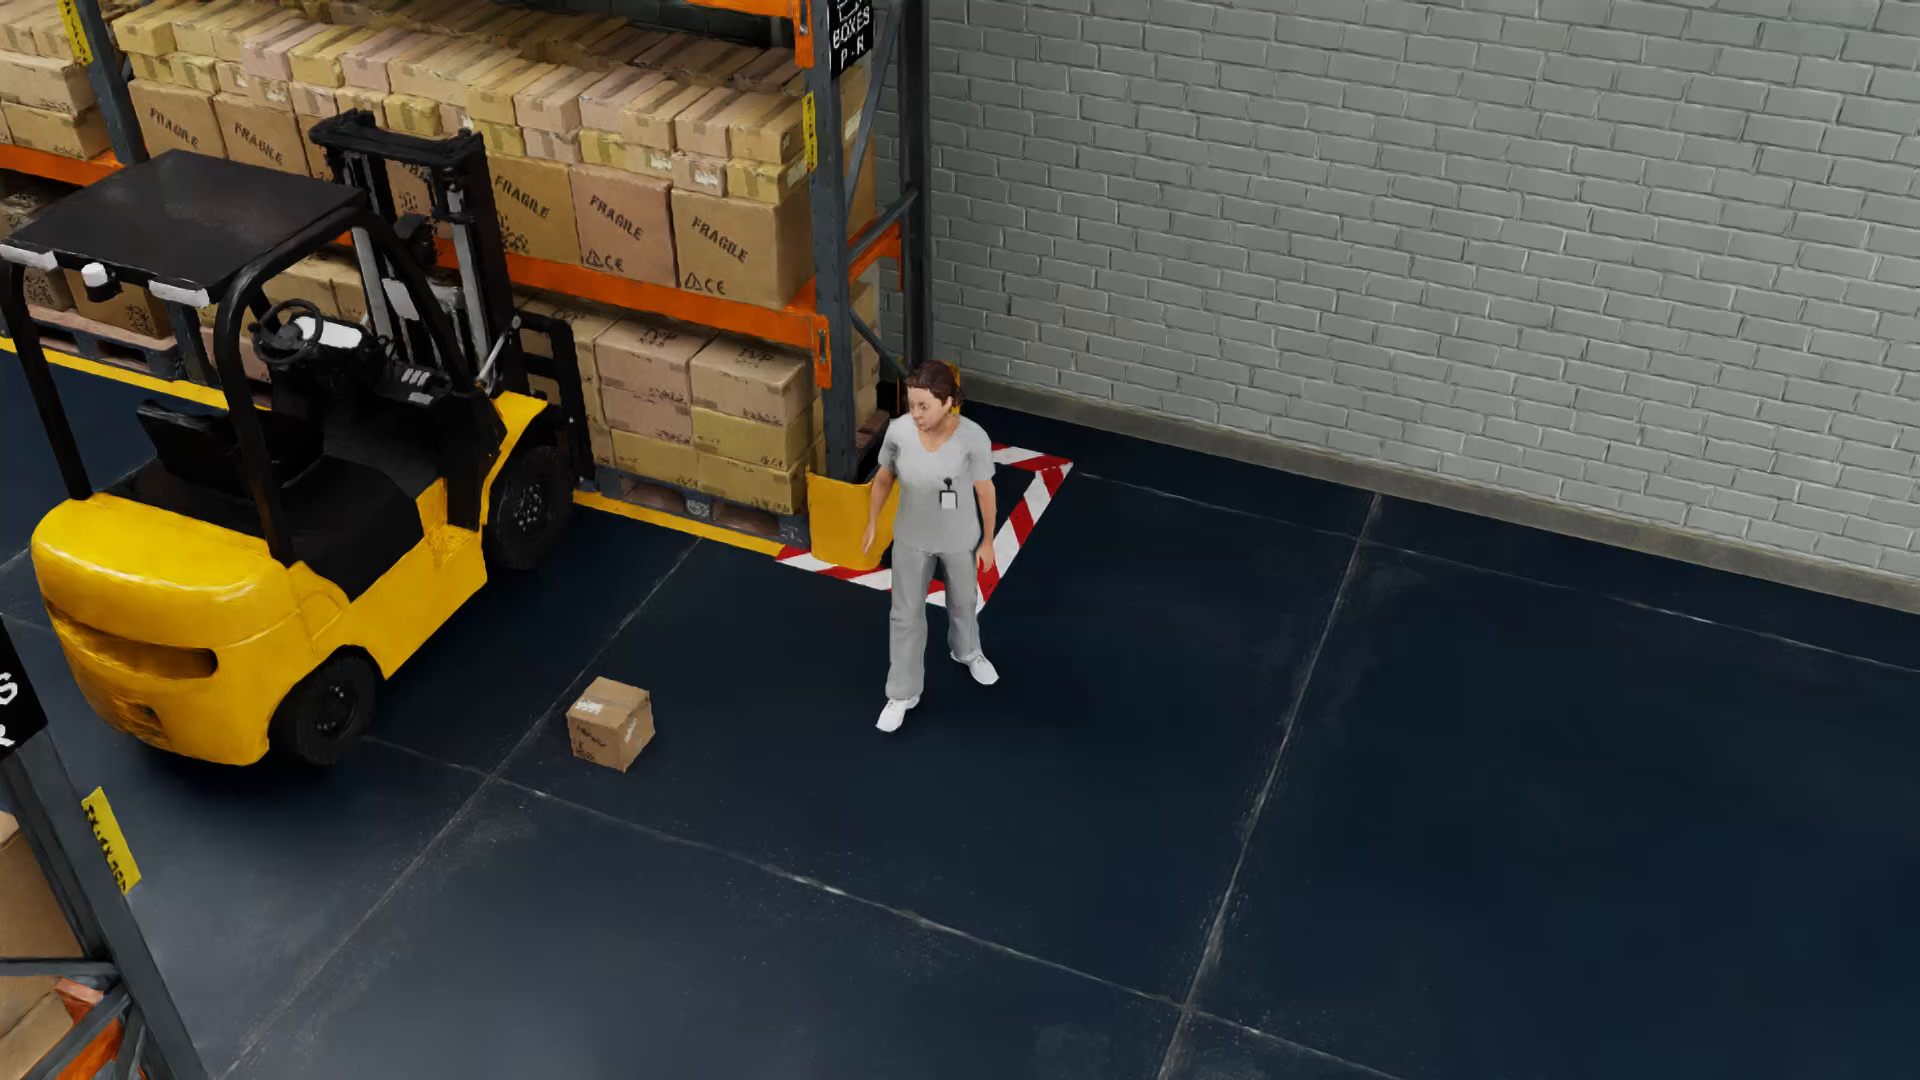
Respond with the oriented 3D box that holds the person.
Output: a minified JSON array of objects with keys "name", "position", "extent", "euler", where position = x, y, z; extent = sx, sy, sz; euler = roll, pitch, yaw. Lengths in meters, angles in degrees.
[{"name":"person","position":[-0.128,0.010,6.788],"extent":[0.576,1.665,0.619],"euler":[5,38,6]}]
